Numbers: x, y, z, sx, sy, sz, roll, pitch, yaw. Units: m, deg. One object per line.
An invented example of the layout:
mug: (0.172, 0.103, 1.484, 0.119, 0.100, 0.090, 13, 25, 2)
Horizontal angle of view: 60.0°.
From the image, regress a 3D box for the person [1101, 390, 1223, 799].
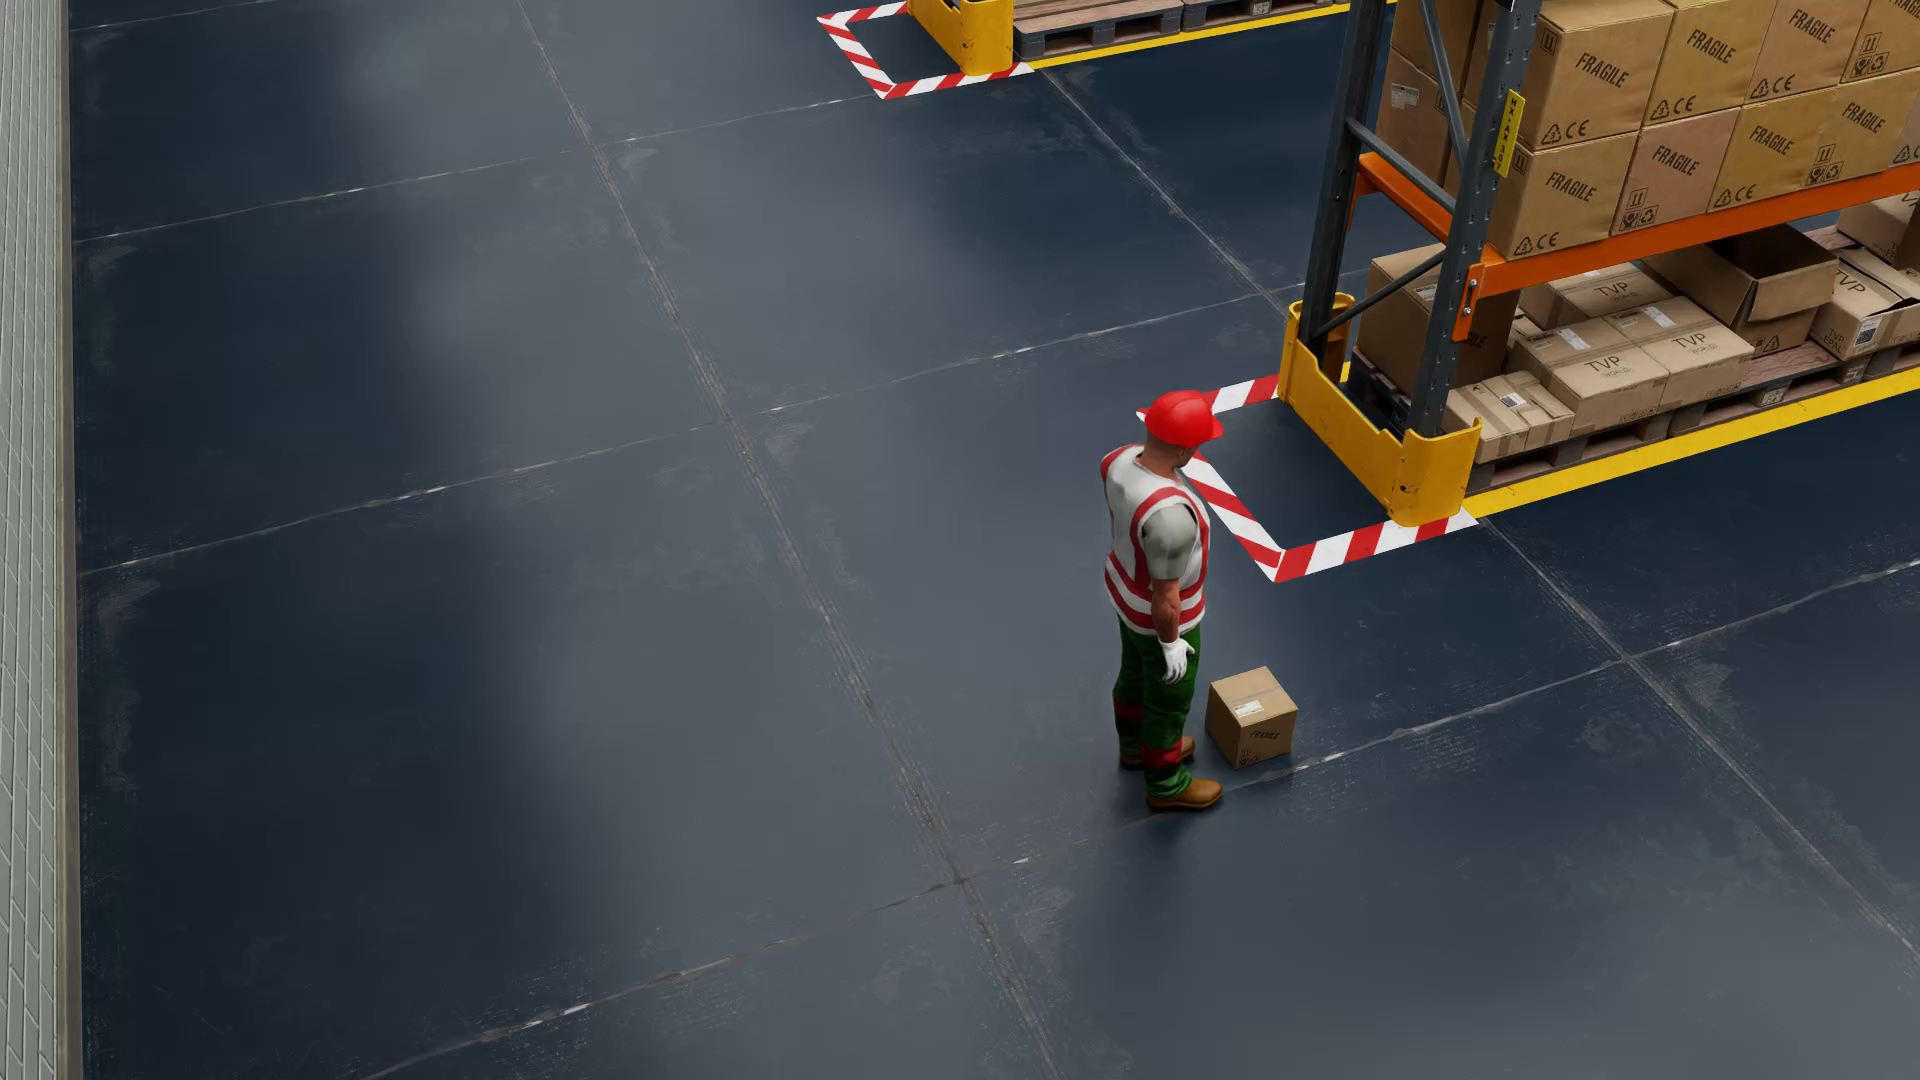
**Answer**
person: (0.691, 0.200, 5.845, 0.358, 1.732, 0.539, -11, 43, -13)
